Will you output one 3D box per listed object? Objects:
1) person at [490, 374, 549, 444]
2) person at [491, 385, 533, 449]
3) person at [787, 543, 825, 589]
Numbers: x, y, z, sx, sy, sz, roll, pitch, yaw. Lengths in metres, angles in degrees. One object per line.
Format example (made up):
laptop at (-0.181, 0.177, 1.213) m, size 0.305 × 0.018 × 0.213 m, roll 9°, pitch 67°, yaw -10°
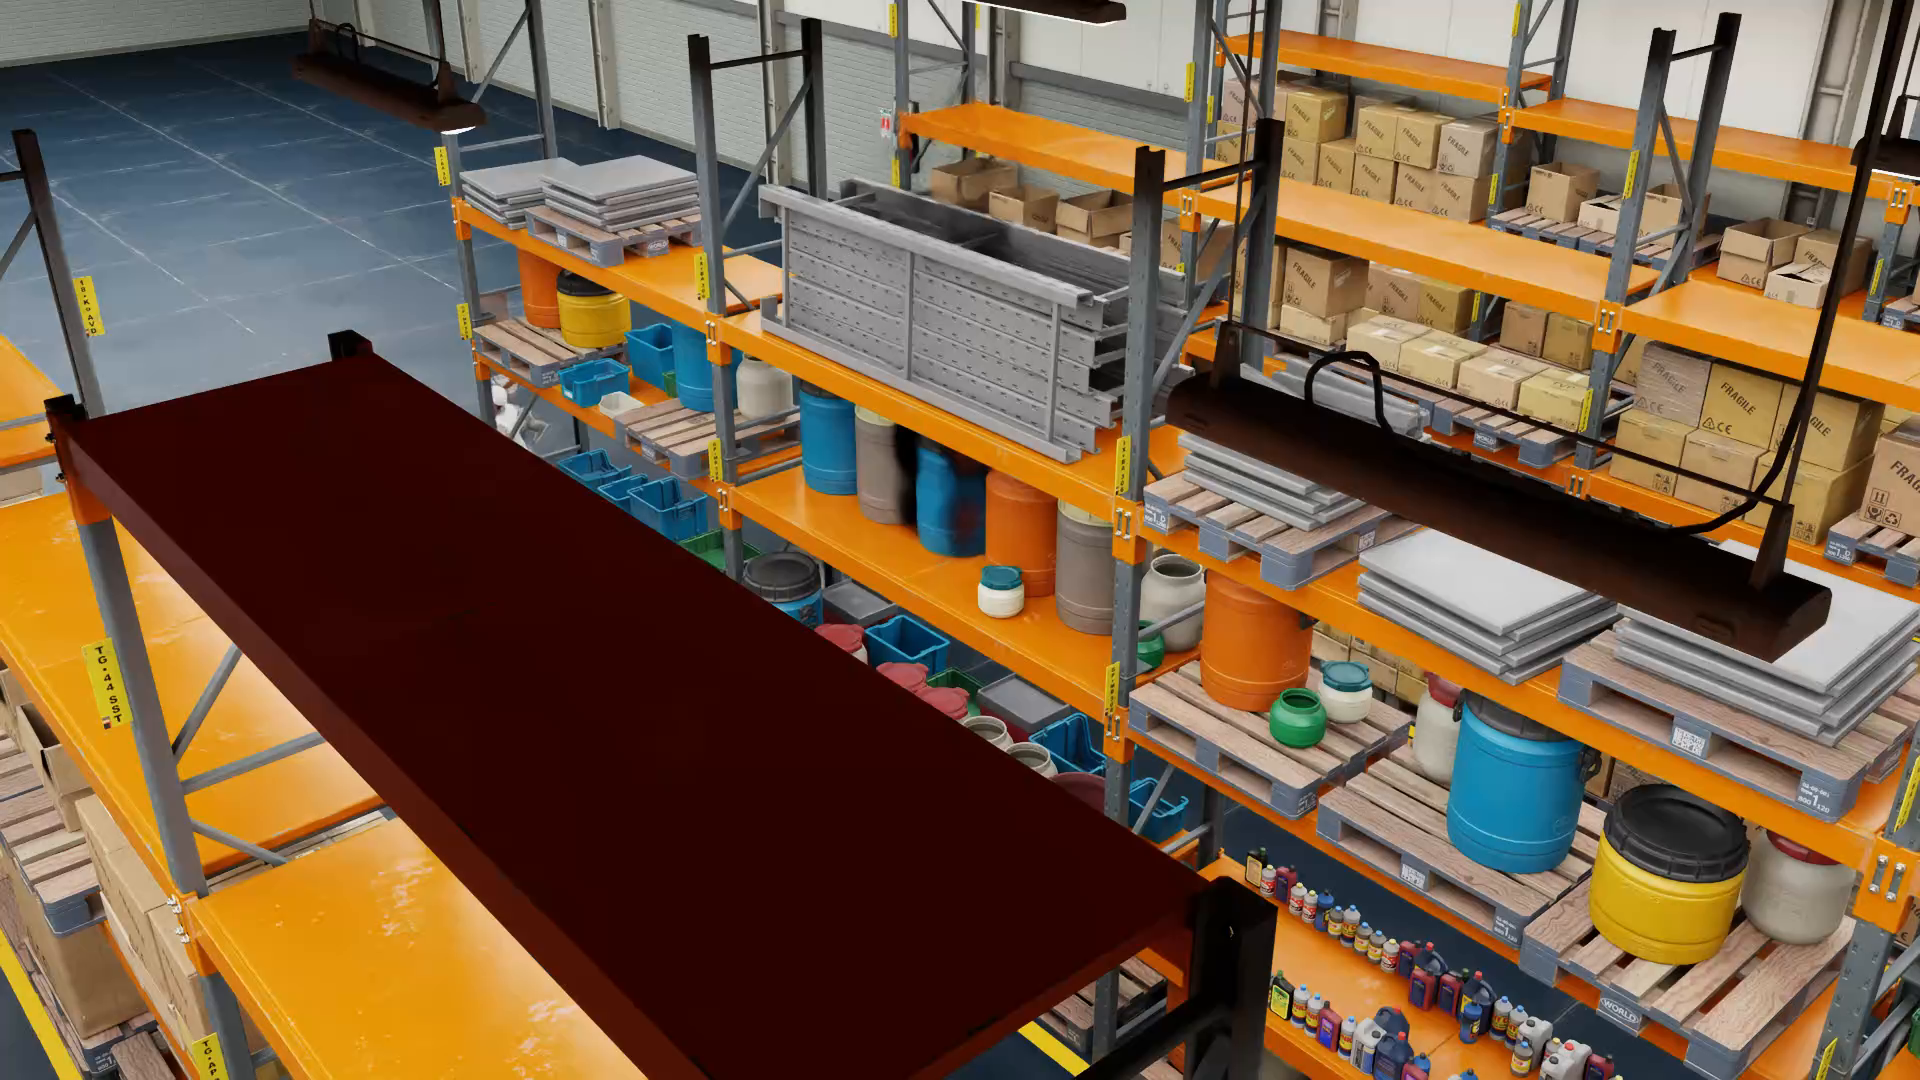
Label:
person at (-5.194, -1.702, 19.107) m, size 0.827 × 1.696 × 0.588 m, roll -7°, pitch 28°, yaw -13°
person at (-4.619, -0.803, 17.275) m, size 0.672 × 1.800 × 0.711 m, roll -2°, pitch 27°, yaw -3°
person at (-1.385, -0.101, 15.856) m, size 0.628 × 1.731 × 0.661 m, roll 21°, pitch 34°, yaw 35°
